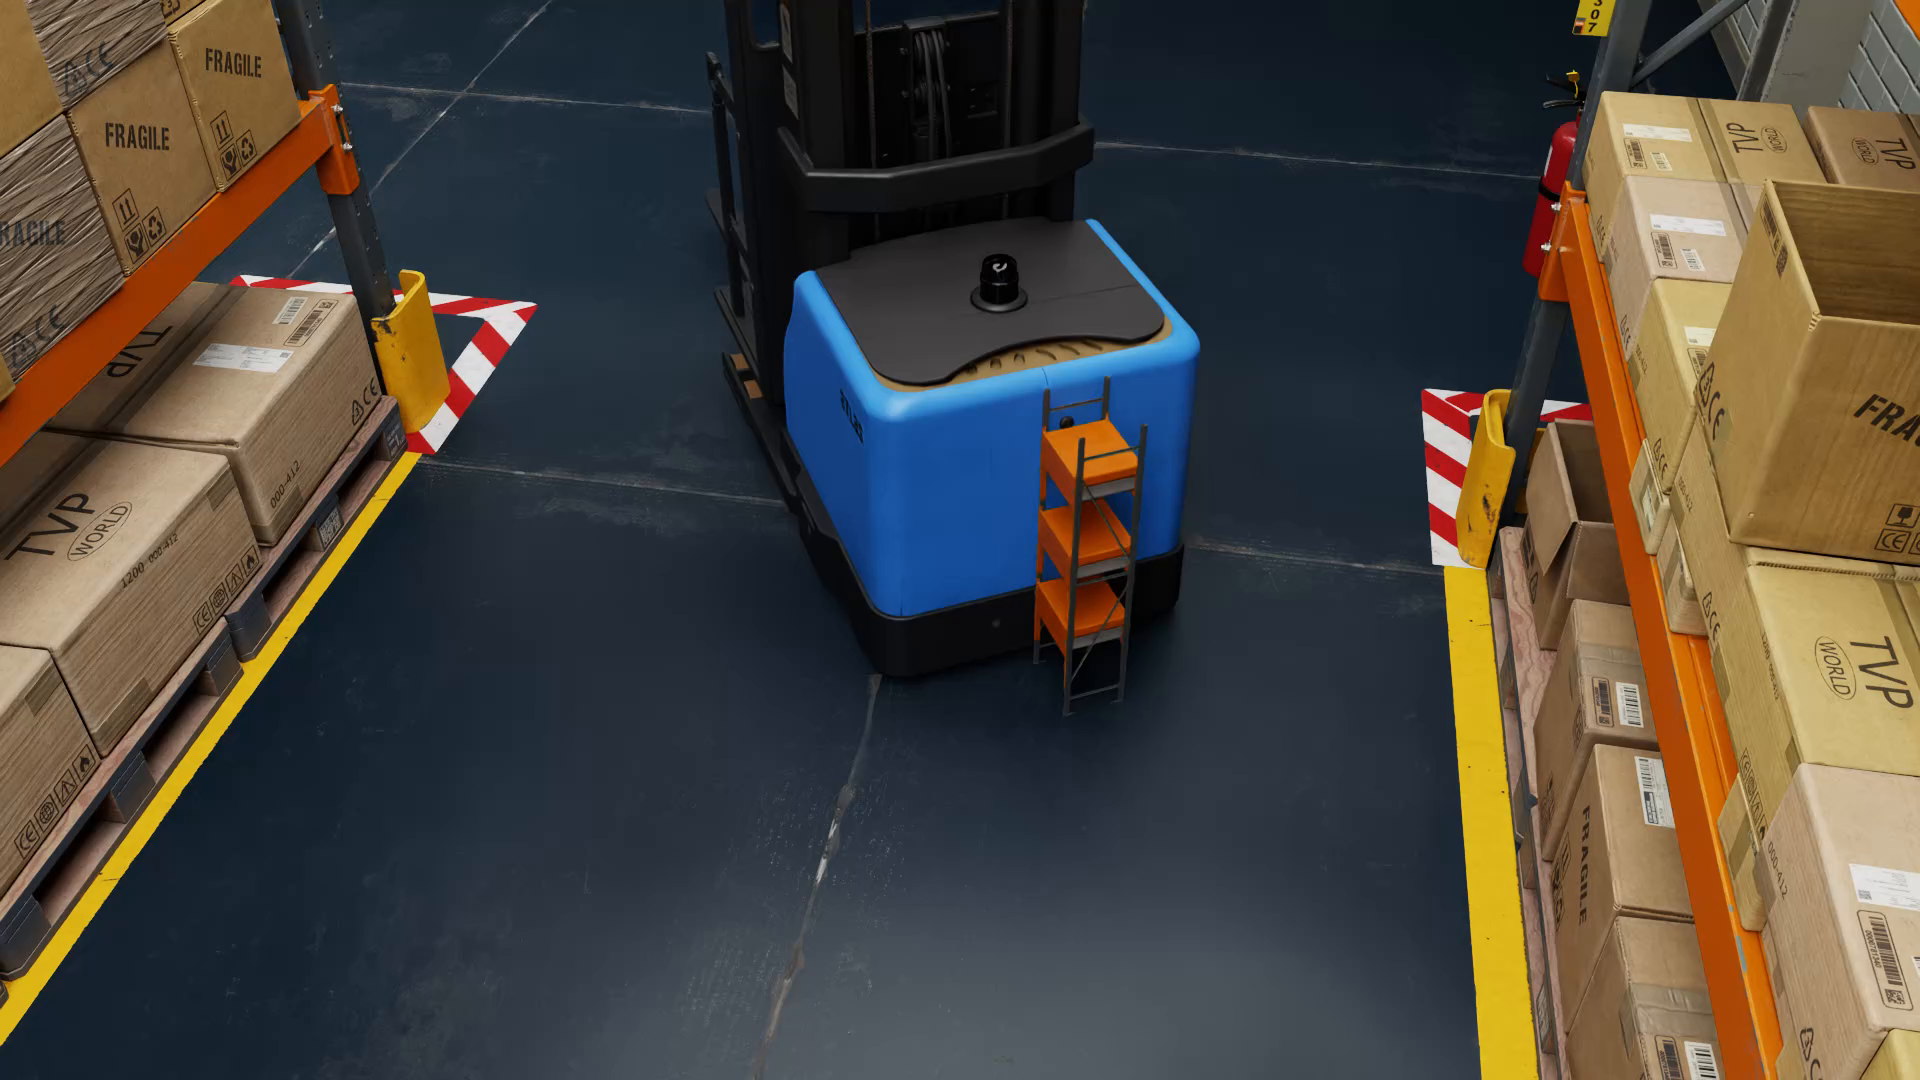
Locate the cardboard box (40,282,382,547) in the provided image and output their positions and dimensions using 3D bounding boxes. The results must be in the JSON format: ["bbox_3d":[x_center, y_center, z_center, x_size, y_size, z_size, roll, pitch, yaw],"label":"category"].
[{"bbox_3d":[-2.589,-0.453,5.625,0.875,0.438,0.875,5,40,6],"label":"cardboard box"}]

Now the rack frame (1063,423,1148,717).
[{"bbox_3d":[0.411,0.114,4.788,0.200,1.050,0.008,-13,41,-15],"label":"rack frame"}]

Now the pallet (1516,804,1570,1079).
[{"bbox_3d":[1.952,1.228,4.100,1.003,0.211,1.213,6,40,8],"label":"pallet"}]

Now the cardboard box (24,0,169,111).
[{"bbox_3d":[-2.484,-1.468,4.308,0.500,0.500,0.500,7,40,8],"label":"cardboard box"}]

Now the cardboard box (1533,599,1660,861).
[{"bbox_3d":[1.931,0.548,4.365,0.700,0.500,0.500,8,40,9],"label":"cardboard box"}]

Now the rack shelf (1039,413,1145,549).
[{"bbox_3d":[0.369,-0.169,4.702,0.215,0.259,0.240,-13,41,-15],"label":"rack shelf"}]

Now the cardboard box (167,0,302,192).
[{"bbox_3d":[-2.396,-1.410,5.023,0.500,0.500,0.500,7,40,8],"label":"cardboard box"}]

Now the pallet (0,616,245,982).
[{"bbox_3d":[-2.848,0.645,4.805,1.003,0.211,1.213,6,40,8],"label":"pallet"}]

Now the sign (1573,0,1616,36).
[{"bbox_3d":[1.782,-1.552,4.594,0.100,0.325,0.005,6,40,8],"label":"sign"}]

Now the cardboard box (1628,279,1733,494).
[{"bbox_3d":[1.801,-0.326,3.674,0.500,0.250,0.500,6,40,7],"label":"cardboard box"}]

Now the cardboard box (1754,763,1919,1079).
[{"bbox_3d":[1.544,0.632,2.516,0.500,0.250,0.500,7,40,8],"label":"cardboard box"}]

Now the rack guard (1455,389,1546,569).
[{"bbox_3d":[2.303,-0.148,5.536,1.175,0.500,0.348,6,40,8],"label":"rack guard"}]

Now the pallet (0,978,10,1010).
[{"bbox_3d":[-3.057,1.413,3.876,1.003,0.211,1.213,6,40,8],"label":"pallet"}]

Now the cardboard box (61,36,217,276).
[{"bbox_3d":[-2.498,-1.097,4.644,0.500,0.500,0.500,6,40,7],"label":"cardboard box"}]

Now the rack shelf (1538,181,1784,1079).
[{"bbox_3d":[1.970,0.374,3.509,1.077,0.370,4.000,6,40,8],"label":"rack shelf"}]

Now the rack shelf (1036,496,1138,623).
[{"bbox_3d":[0.369,0.049,4.883,0.215,0.259,0.240,-13,41,-15],"label":"rack shelf"}]

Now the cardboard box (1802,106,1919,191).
[{"bbox_3d":[2.498,-0.898,4.366,0.500,0.250,0.500,7,40,9],"label":"cardboard box"}]

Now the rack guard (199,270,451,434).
[{"bbox_3d":[-2.569,-0.755,6.271,1.175,0.500,0.348,6,40,8],"label":"rack guard"}]

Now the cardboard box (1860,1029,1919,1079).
[{"bbox_3d":[1.472,0.948,2.133,0.500,0.250,0.500,7,40,9],"label":"cardboard box"}]

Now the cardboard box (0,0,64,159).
[{"bbox_3d":[-2.573,-1.158,3.933,0.500,0.500,0.500,6,40,7],"label":"cardboard box"}]

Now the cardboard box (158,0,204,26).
[{"bbox_3d":[-2.422,-1.799,4.709,0.500,0.500,0.500,8,40,9],"label":"cardboard box"}]

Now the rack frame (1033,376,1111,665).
[{"bbox_3d":[0.326,-0.032,4.964,0.200,1.050,0.008,-13,41,-15],"label":"rack frame"}]

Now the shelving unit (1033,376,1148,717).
[{"bbox_3d":[0.369,0.041,4.876,0.215,1.050,0.252,-13,41,-15],"label":"shelving unit"}]

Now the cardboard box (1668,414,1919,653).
[{"bbox_3d":[1.733,-0.002,3.283,0.500,0.250,0.500,5,40,7],"label":"cardboard box"}]

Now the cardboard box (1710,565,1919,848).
[{"bbox_3d":[1.643,0.321,2.892,0.500,0.250,0.500,6,40,7],"label":"cardboard box"}]

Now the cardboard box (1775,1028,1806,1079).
[{"bbox_3d":[1.475,0.889,2.518,0.380,0.149,0.250,7,40,9],"label":"cardboard box"}]

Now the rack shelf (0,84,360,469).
[{"bbox_3d":[-2.919,-0.171,4.168,1.077,0.370,4.000,6,40,8],"label":"rack shelf"}]

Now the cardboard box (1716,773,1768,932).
[{"bbox_3d":[1.564,0.564,2.911,0.380,0.149,0.250,6,40,7],"label":"cardboard box"}]

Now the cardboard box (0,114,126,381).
[{"bbox_3d":[-2.577,-0.773,4.253,0.500,0.500,0.500,7,40,9],"label":"cardboard box"}]

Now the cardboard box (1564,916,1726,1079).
[{"bbox_3d":[1.751,1.200,3.577,0.700,0.500,0.500,5,40,6],"label":"cardboard box"}]

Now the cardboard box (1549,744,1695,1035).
[{"bbox_3d":[1.741,0.869,3.977,0.500,0.500,0.500,7,40,8],"label":"cardboard box"}]

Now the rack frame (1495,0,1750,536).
[{"bbox_3d":[2.316,-1.159,4.798,1.000,3.000,0.127,6,40,8],"label":"rack frame"}]

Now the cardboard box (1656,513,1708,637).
[{"bbox_3d":[1.692,0.085,3.491,0.380,0.149,0.250,7,40,9],"label":"cardboard box"}]

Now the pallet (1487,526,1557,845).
[{"bbox_3d":[2.166,0.464,5.023,1.003,0.211,1.213,6,40,8],"label":"pallet"}]

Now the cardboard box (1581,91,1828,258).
[{"bbox_3d":[1.972,-0.961,4.442,0.500,0.250,0.500,7,40,8],"label":"cardboard box"}]

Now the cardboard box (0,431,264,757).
[{"bbox_3d":[-2.739,0.122,4.929,0.875,0.438,0.875,7,40,9],"label":"cardboard box"}]

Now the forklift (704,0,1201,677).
[{"bbox_3d":[-0.271,-1.653,5.449,1.130,2.935,3.031,-13,41,-15],"label":"forklift"}]

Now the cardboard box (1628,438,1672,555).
[{"bbox_3d":[1.717,-0.083,3.693,0.380,0.149,0.250,5,40,6],"label":"cardboard box"}]

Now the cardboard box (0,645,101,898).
[{"bbox_3d":[-2.897,0.688,4.245,0.875,0.438,0.875,5,40,6],"label":"cardboard box"}]

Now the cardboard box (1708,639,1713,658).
[{"bbox_3d":[1.715,0.254,3.286,0.380,0.149,0.250,6,40,8],"label":"cardboard box"}]

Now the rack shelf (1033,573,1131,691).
[{"bbox_3d":[0.369,0.264,5.060,0.215,0.259,0.240,-13,41,-15],"label":"rack shelf"}]

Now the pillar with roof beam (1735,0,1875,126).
[{"bbox_3d":[-0.570,-5.538,5.387,9.100,9.000,0.400,6,40,8],"label":"pillar with roof beam"}]

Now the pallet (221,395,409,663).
[{"bbox_3d":[-2.635,-0.119,5.728,1.003,0.211,1.213,6,40,8],"label":"pallet"}]

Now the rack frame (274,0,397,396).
[{"bbox_3d":[-2.573,-1.704,5.457,1.000,3.000,0.127,6,40,8],"label":"rack frame"}]

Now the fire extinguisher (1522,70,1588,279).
[{"bbox_3d":[1.886,-1.129,5.114,0.296,0.674,0.183,6,40,8],"label":"fire extinguisher"}]

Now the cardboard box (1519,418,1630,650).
[{"bbox_3d":[2.117,0.015,5.008,0.797,0.503,0.637,5,40,6],"label":"cardboard box"}]

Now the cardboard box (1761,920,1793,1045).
[{"bbox_3d":[1.547,0.727,2.714,0.380,0.149,0.250,7,40,9],"label":"cardboard box"}]

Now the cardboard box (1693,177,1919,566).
[{"bbox_3d":[1.713,-0.308,3.064,0.500,0.500,0.500,7,40,9],"label":"cardboard box"}]

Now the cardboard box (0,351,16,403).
[{"bbox_3d":[-2.654,-0.448,3.859,0.500,0.500,0.500,8,40,9],"label":"cardboard box"}]

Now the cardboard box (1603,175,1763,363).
[{"bbox_3d":[1.885,-0.644,4.059,0.500,0.250,0.500,7,40,8],"label":"cardboard box"}]

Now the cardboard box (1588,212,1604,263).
[{"bbox_3d":[1.989,-0.886,4.665,0.380,0.149,0.250,6,40,7],"label":"cardboard box"}]
